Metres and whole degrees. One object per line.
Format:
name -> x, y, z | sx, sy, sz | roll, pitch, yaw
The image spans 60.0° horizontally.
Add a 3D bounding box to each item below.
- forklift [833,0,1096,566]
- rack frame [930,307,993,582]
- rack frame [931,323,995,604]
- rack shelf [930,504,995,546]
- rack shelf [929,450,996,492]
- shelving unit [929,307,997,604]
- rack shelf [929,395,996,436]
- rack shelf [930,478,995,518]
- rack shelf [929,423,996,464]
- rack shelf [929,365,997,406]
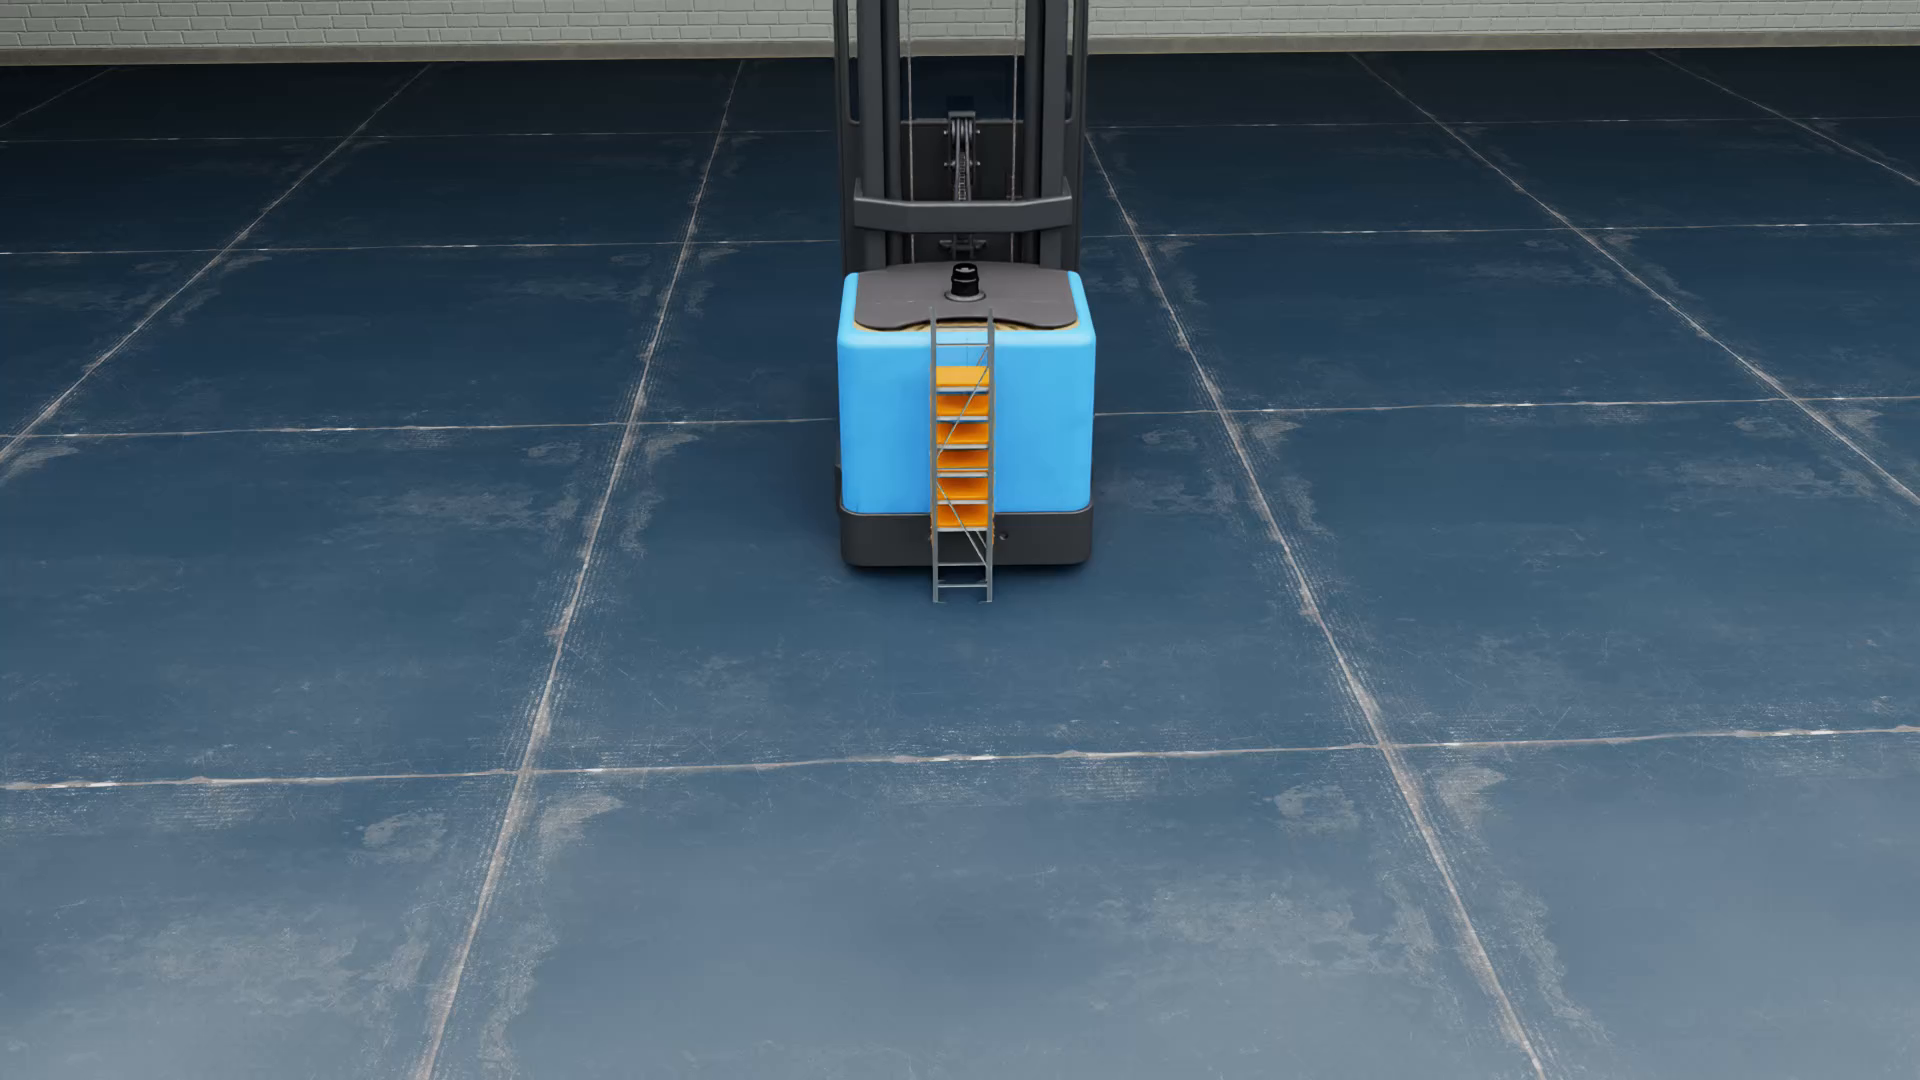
forklift -> -0.003, -1.830, 7.589 | 1.130, 2.935, 3.031 | -1, 28, -1
rack frame -> 0.007, -0.359, 6.641 | 0.240, 1.200, 0.006 | -1, 28, -1
rack frame -> 0.011, -0.275, 6.479 | 0.240, 1.200, 0.006 | -1, 28, -1
rack shelf -> 0.009, -0.065, 6.692 | 0.258, 0.103, 0.180 | -1, 28, -1
rack shelf -> 0.009, -0.277, 6.581 | 0.258, 0.103, 0.180 | -1, 28, -1
shelving unit -> 0.009, -0.317, 6.560 | 0.258, 1.200, 0.189 | -1, 28, -1
rack shelf -> 0.009, -0.490, 6.470 | 0.258, 0.103, 0.180 | -1, 28, -1
rack shelf -> 0.009, -0.171, 6.636 | 0.258, 0.103, 0.180 | -1, 28, -1
rack shelf -> 0.009, -0.384, 6.525 | 0.258, 0.103, 0.180 | -1, 28, -1
rack shelf -> 0.009, -0.597, 6.414 | 0.258, 0.103, 0.180 | -1, 28, -1
